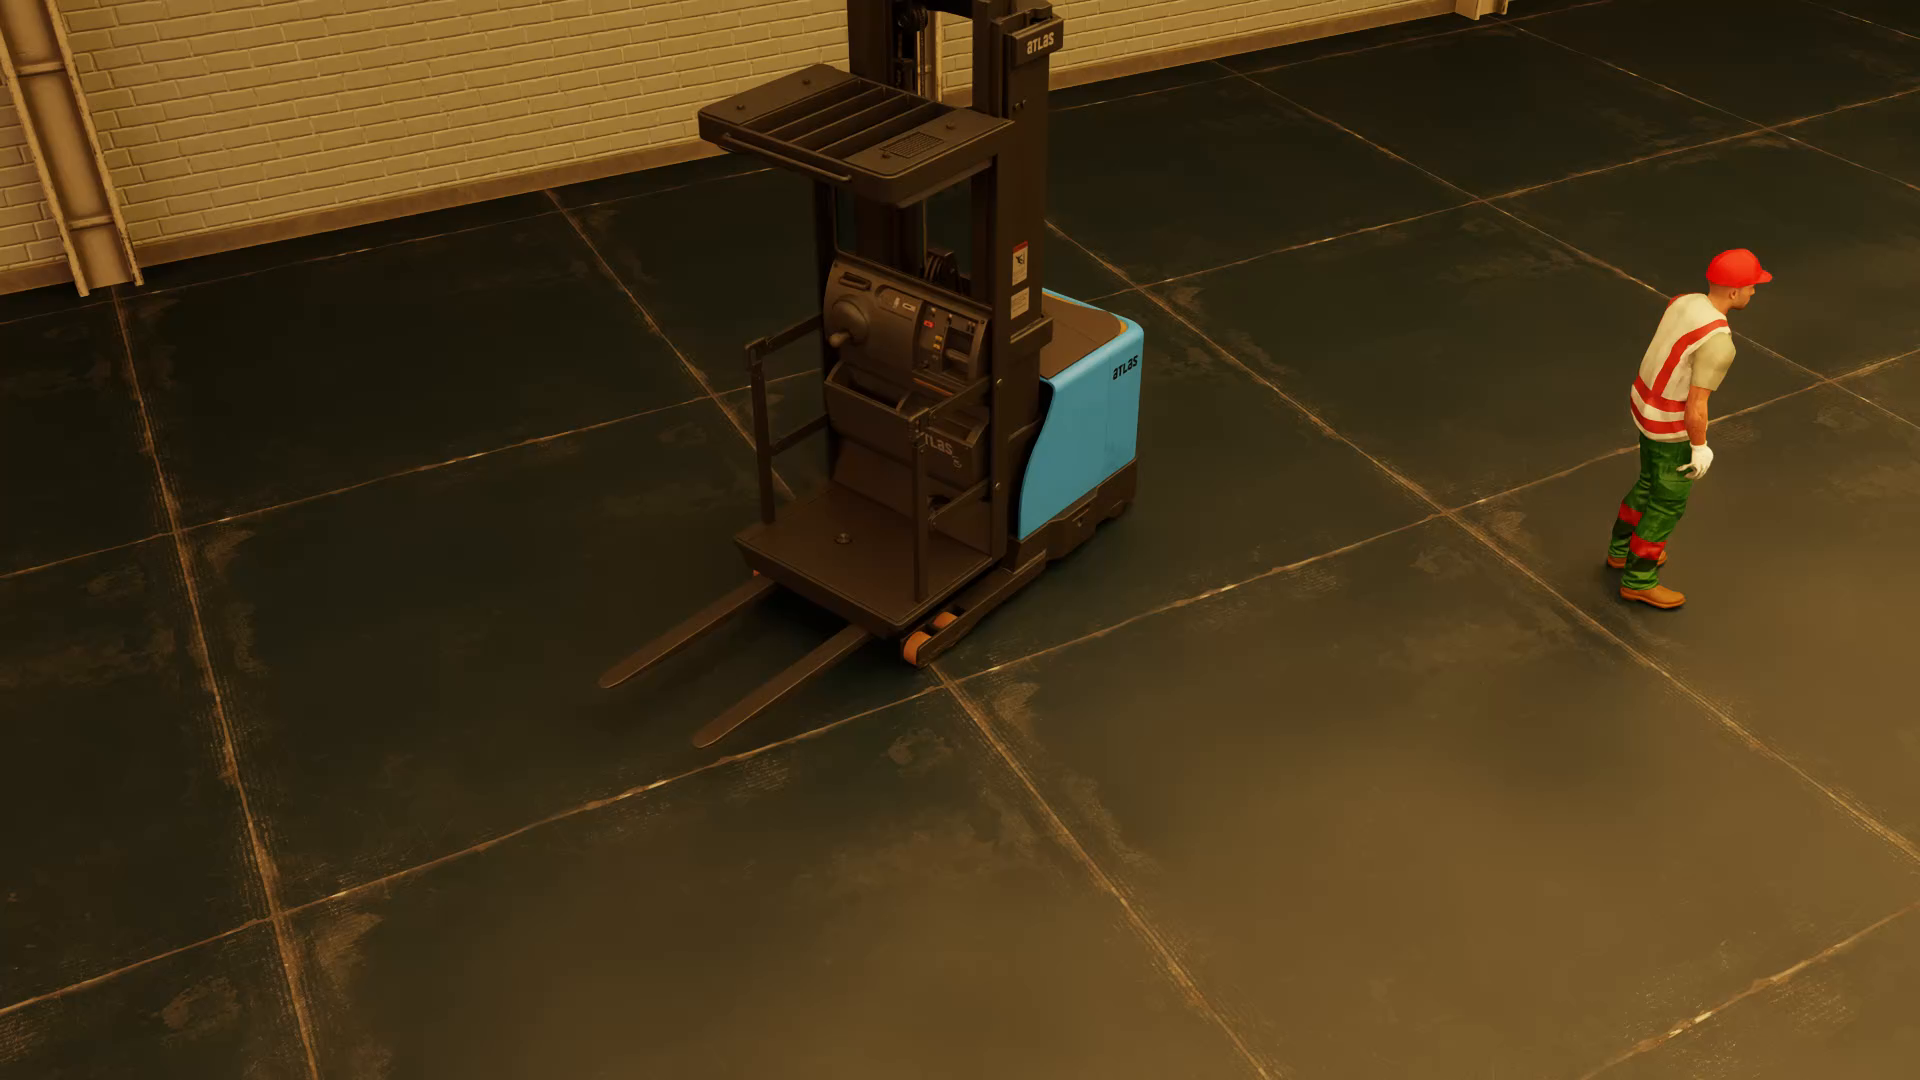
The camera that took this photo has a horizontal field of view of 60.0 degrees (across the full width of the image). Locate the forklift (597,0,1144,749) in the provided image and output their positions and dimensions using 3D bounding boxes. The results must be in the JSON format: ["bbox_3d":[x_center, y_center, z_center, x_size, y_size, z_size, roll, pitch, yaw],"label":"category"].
[{"bbox_3d":[-0.390,-0.927,7.434,1.130,2.935,3.031,26,43,31],"label":"forklift"}]

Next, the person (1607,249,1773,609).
[{"bbox_3d":[3.420,-0.551,7.901,0.445,1.781,0.622,2,35,4],"label":"person"}]
